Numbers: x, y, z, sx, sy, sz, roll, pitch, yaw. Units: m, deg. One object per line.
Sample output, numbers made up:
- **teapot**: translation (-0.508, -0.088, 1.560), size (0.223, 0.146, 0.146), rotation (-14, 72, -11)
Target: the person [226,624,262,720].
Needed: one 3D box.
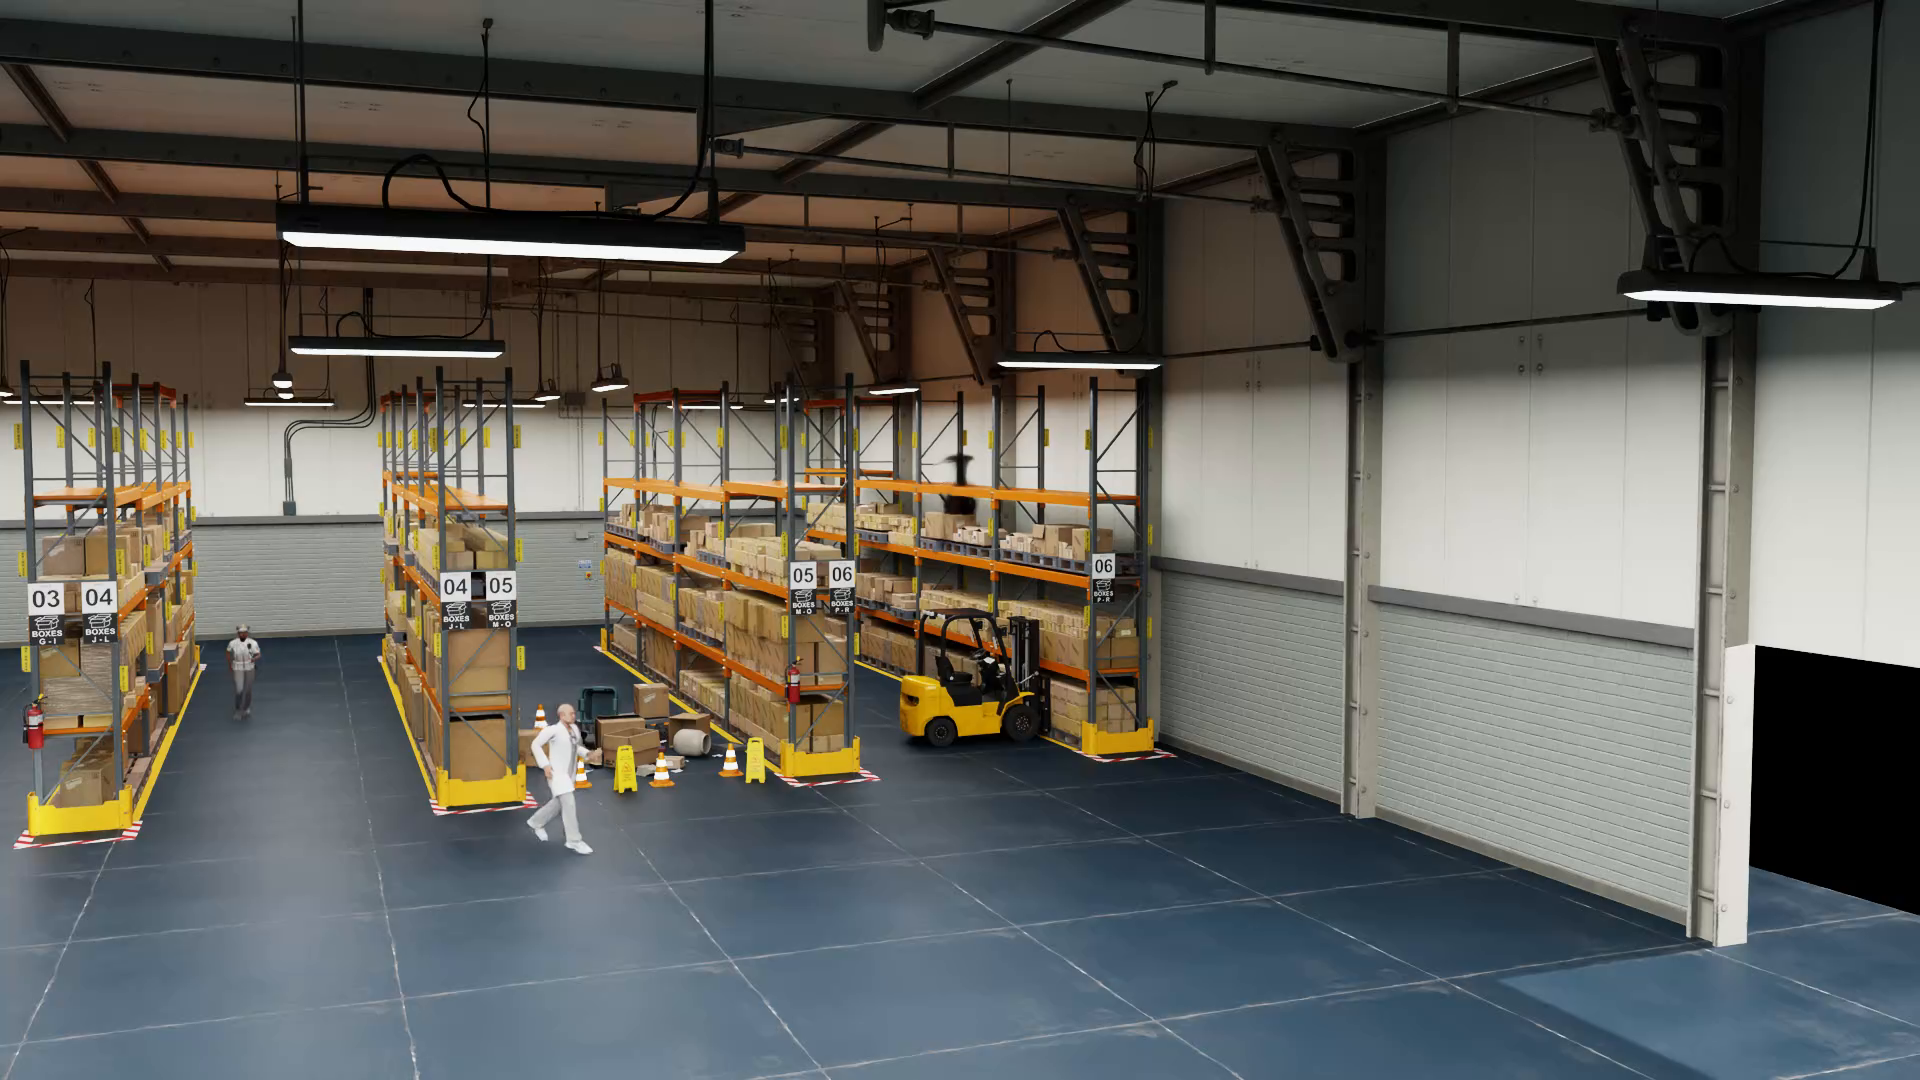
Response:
- **person**: translation (-12.865, 2.369, 29.891), size (0.587, 1.731, 0.705), rotation (-2, 4, -25)

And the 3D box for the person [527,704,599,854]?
- **person**: translation (-4.917, 2.896, 20.345), size (1.040, 1.785, 0.674), rotation (1, 4, 22)
